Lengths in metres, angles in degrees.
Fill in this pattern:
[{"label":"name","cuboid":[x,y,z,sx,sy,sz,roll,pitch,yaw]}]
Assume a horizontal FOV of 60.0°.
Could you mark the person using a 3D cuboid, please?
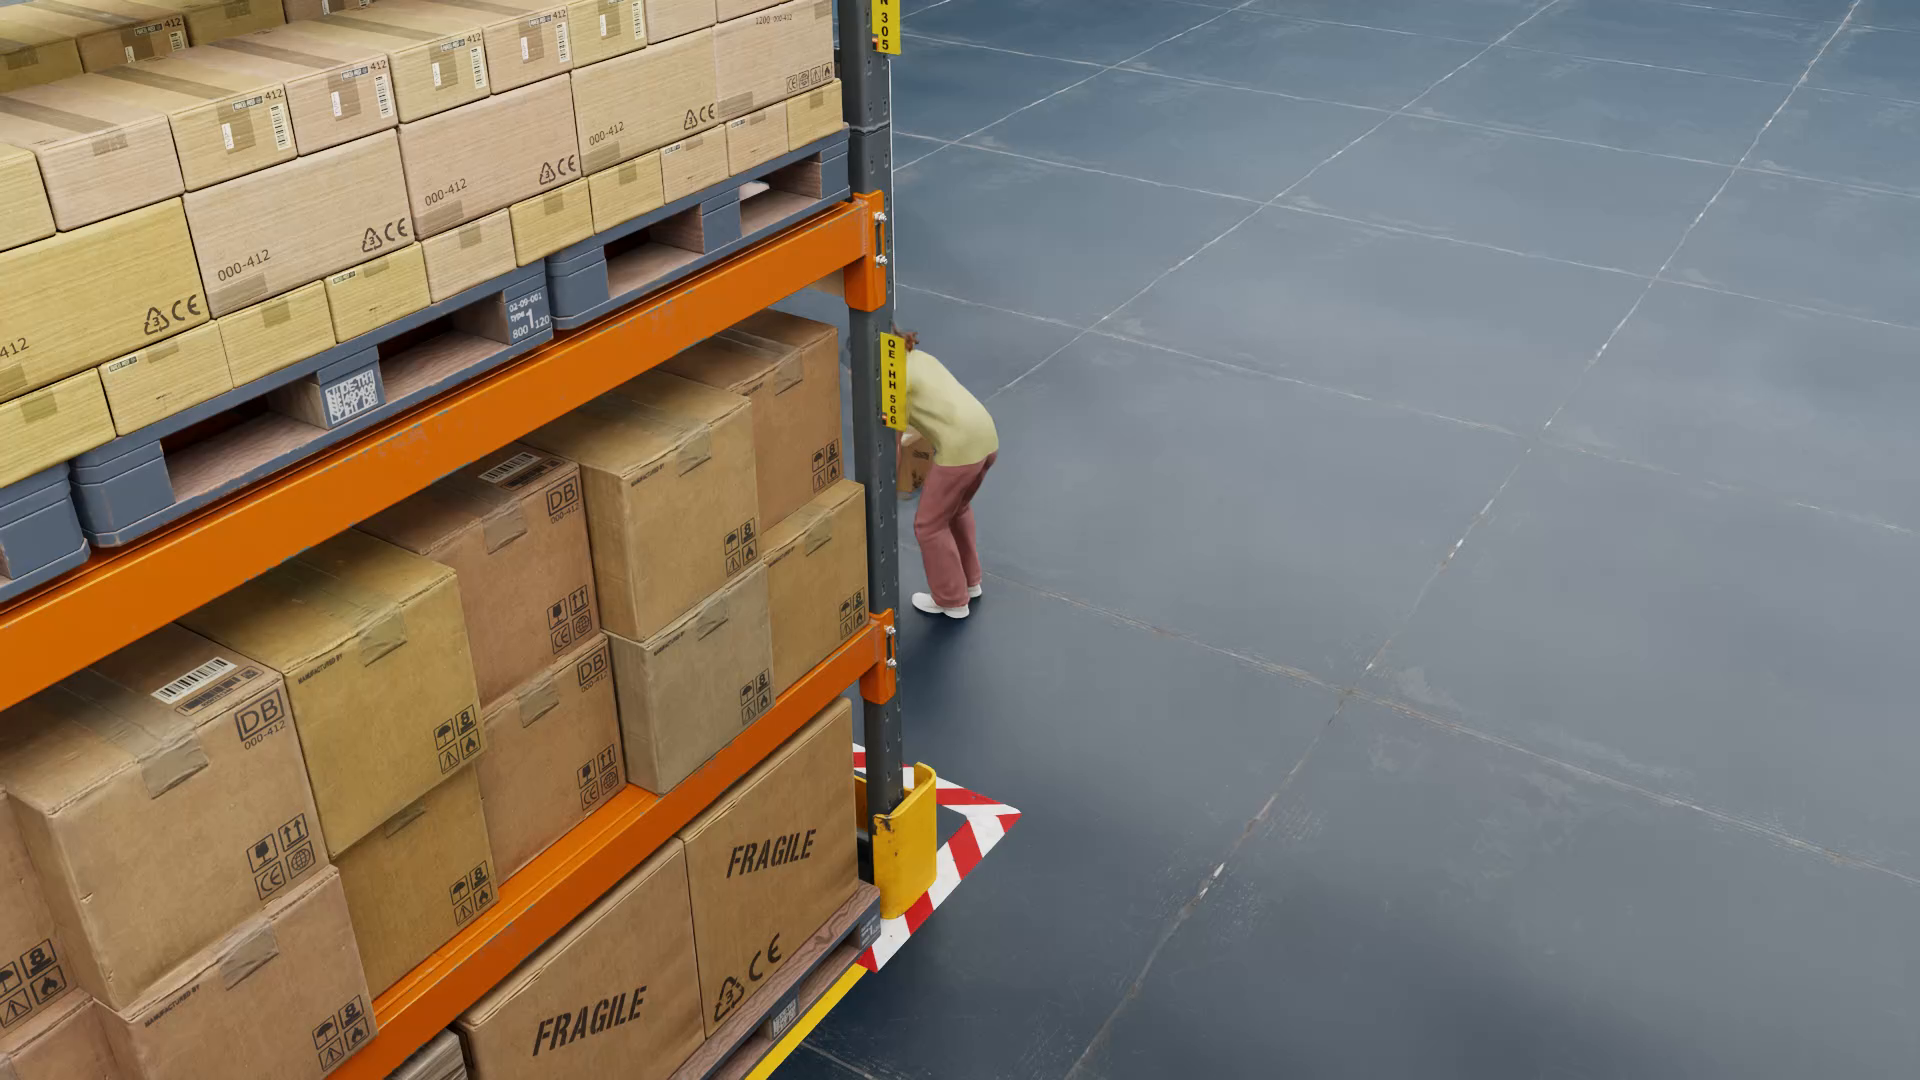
[{"label":"person","cuboid":[-0.176,-0.363,7.978,0.728,1.445,0.398,17,35,26]}]
